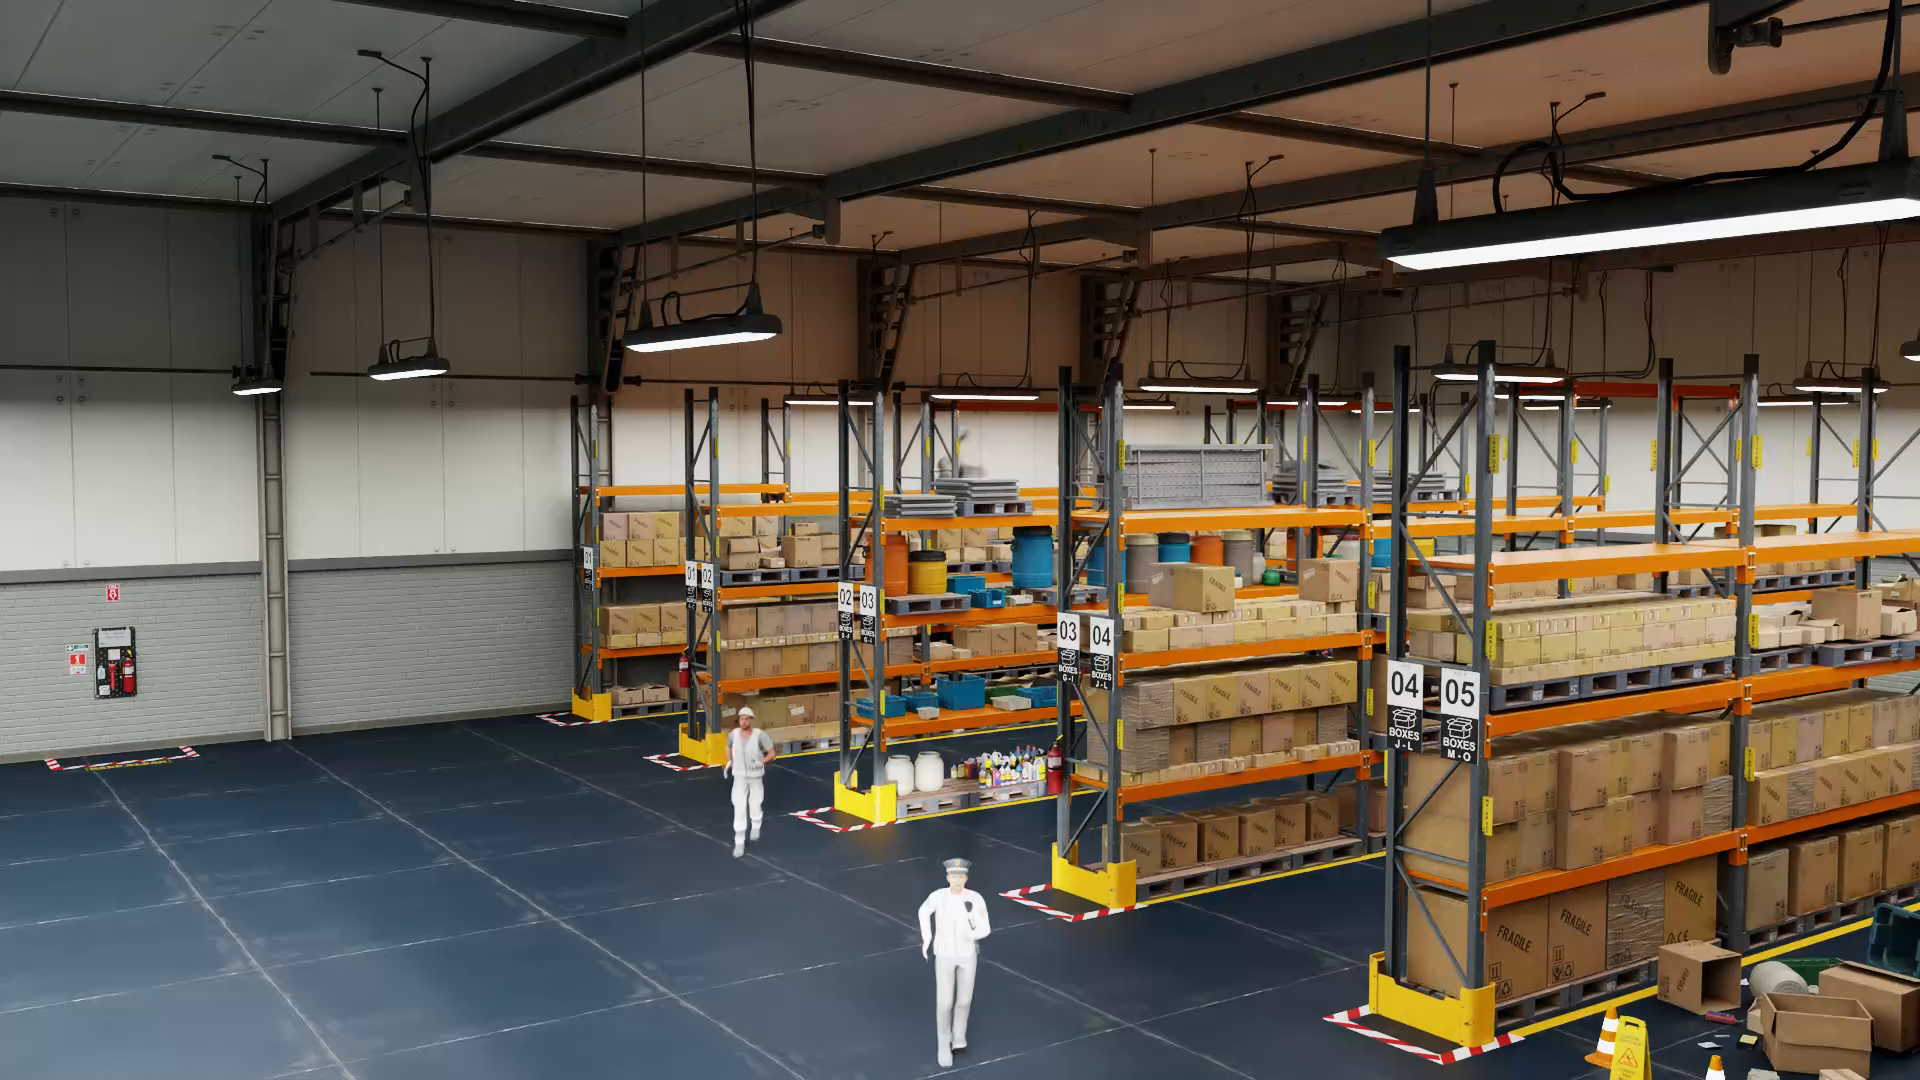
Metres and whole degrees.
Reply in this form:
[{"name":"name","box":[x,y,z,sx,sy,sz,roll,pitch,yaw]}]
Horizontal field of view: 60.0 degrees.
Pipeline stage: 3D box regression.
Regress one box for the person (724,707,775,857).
[{"name":"person","box":[-2.638,2.985,20.887,0.654,1.799,0.918,0,3,2]}]

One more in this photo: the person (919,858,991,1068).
[{"name":"person","box":[-0.041,3.490,13.820,0.577,1.730,0.707,0,3,-4]}]
